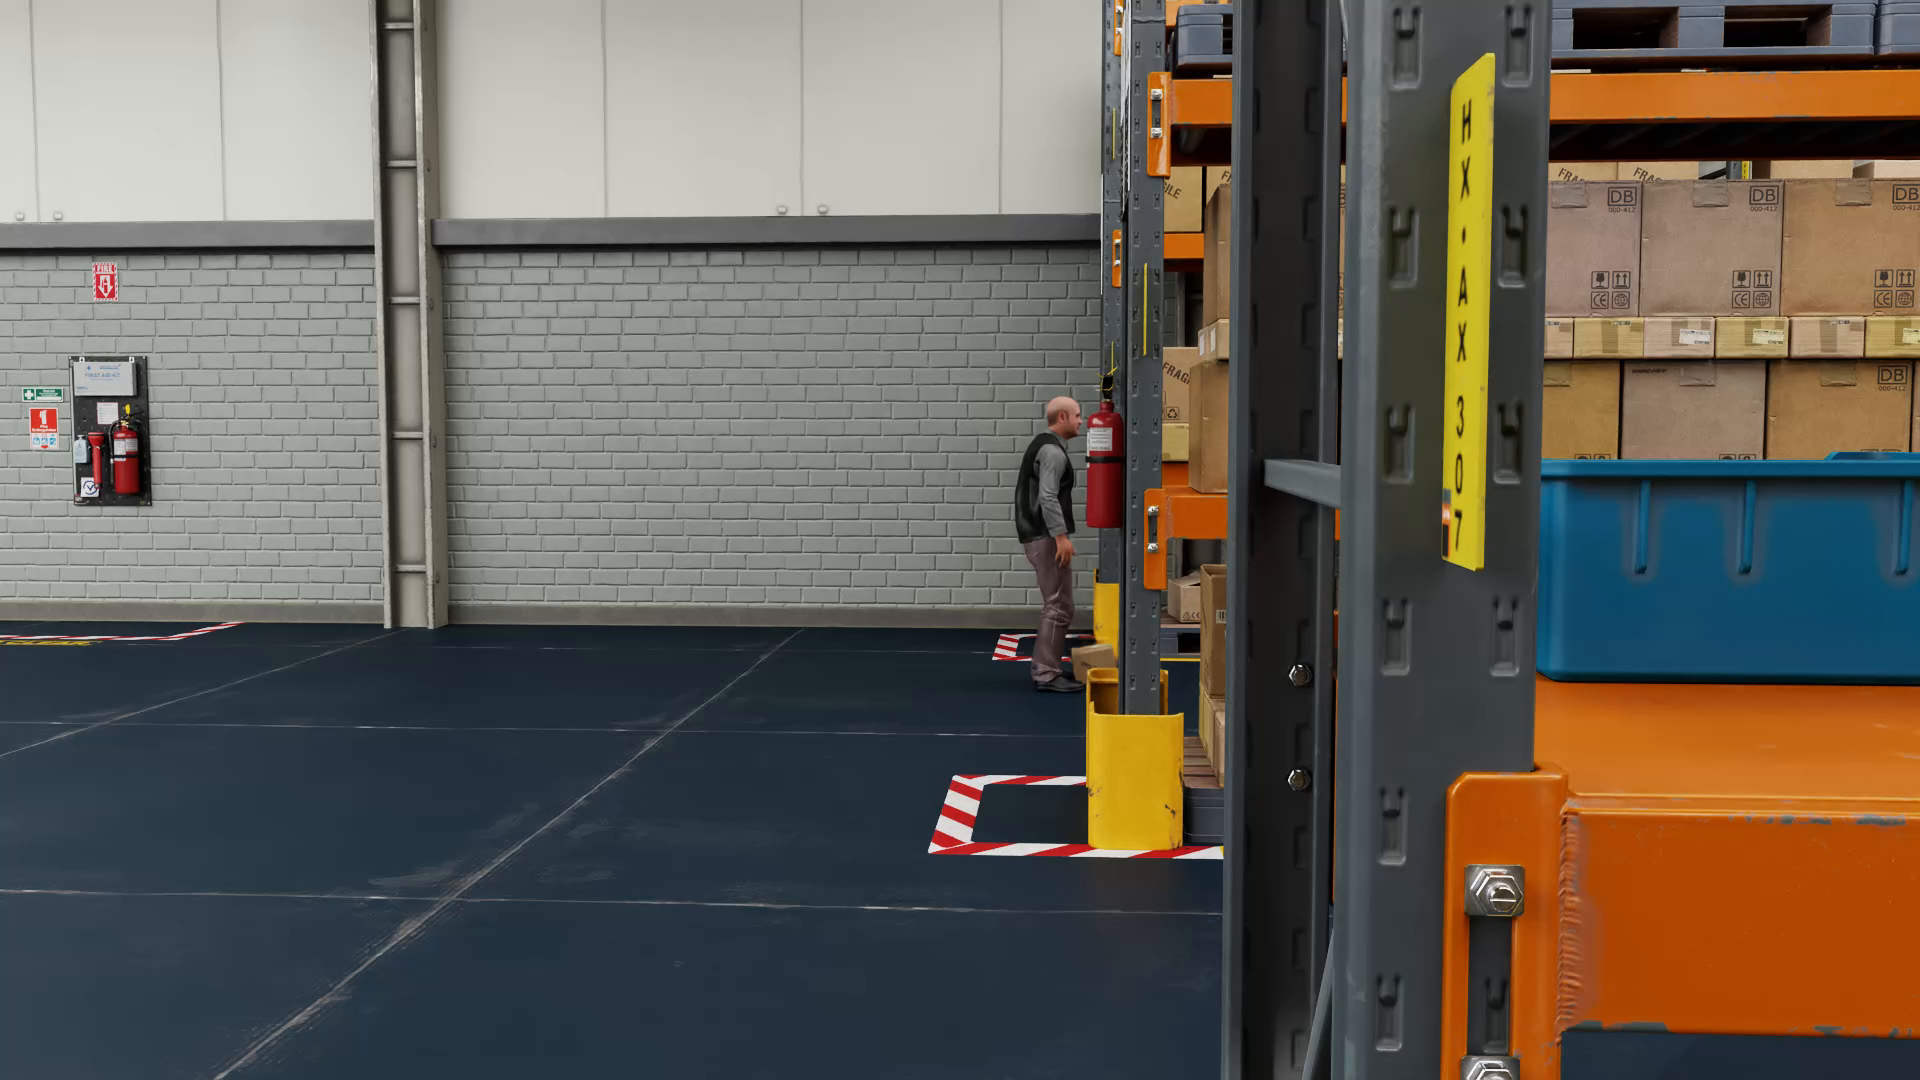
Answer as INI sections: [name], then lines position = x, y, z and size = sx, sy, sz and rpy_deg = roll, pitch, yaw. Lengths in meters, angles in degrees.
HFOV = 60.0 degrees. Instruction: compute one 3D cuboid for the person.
[person]
position = 0.531, 0.014, 9.825
size = 0.419, 1.721, 0.570
rpy_deg = 0, 4, 2
